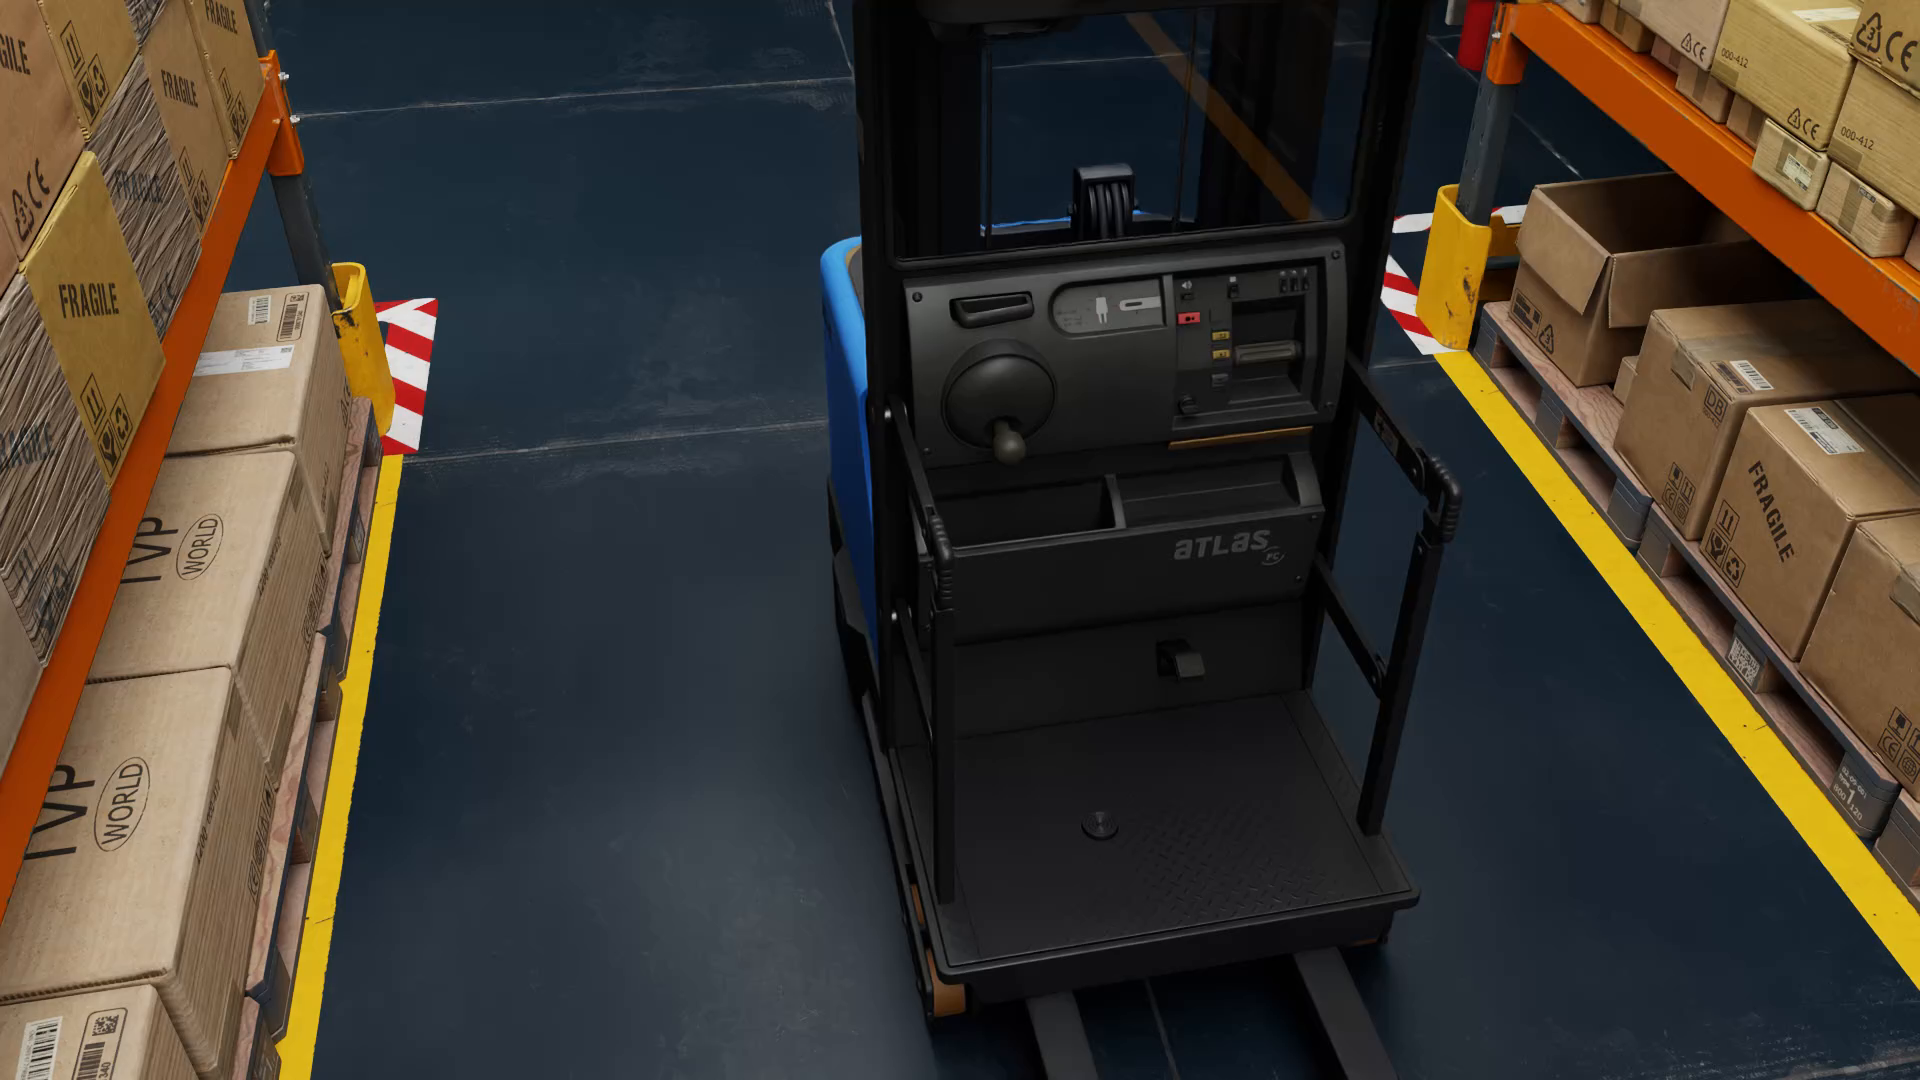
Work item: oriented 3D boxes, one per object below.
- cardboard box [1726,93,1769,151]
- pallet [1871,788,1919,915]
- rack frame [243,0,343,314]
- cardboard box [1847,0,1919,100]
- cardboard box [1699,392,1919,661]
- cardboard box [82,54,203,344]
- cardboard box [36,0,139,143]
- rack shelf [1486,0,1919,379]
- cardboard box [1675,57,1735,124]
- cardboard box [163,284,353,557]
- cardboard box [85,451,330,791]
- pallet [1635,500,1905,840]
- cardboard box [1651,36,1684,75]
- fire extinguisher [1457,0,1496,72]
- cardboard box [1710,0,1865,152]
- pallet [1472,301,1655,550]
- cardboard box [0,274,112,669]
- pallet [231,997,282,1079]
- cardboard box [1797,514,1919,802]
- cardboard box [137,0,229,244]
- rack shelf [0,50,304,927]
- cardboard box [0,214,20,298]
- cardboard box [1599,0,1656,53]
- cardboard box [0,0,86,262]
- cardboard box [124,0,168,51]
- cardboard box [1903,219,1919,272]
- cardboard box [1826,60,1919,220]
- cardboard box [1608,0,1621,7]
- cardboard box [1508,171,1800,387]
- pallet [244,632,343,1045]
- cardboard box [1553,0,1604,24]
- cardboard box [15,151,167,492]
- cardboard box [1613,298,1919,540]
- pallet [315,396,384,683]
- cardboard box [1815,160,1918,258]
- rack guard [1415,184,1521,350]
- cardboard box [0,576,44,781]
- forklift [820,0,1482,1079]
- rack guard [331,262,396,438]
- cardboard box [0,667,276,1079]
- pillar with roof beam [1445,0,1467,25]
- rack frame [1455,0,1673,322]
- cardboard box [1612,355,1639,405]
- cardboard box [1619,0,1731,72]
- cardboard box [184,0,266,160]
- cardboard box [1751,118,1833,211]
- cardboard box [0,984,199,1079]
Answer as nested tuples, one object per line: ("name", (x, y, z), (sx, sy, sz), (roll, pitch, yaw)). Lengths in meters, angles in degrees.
("cardboard box", (2.321, -1.144, 4.482), (0.380, 0.149, 0.250), (-6, 38, -7))
("pallet", (2.908, 1.009, 3.780), (1.003, 0.211, 1.213), (-6, 38, -8))
("rack frame", (-2.560, -1.557, 4.810), (1.000, 3.000, 0.127), (-6, 38, -8))
("cardboard box", (2.404, -1.239, 3.668), (0.500, 0.500, 0.500), (-5, 38, -7))
("cardboard box", (2.446, -0.042, 4.554), (0.500, 0.500, 0.500), (-6, 38, -7))
("cardboard box", (-2.041, -0.720, 3.650), (0.500, 0.500, 0.500), (-5, 38, -7))
("cardboard box", (-2.037, -1.115, 3.343), (0.500, 0.500, 0.500), (-6, 38, -8))
("rack shelf", (2.677, -0.601, 4.166), (1.077, 0.370, 4.000), (-6, 38, -8))
("cardboard box", (2.269, -1.303, 4.688), (0.380, 0.149, 0.250), (-5, 38, -7))
("cardboard box", (-2.345, -0.324, 4.968), (0.875, 0.438, 0.875), (-7, 38, -9))
("cardboard box", (-2.177, 0.228, 4.257), (0.875, 0.438, 0.875), (-5, 38, -7))
("pallet", (2.691, 0.270, 4.730), (1.003, 0.211, 1.213), (-6, 38, -8))
("cardboard box", (2.285, -1.463, 4.893), (0.380, 0.149, 0.250), (-7, 38, -9))
("fire extinguisher", (1.846, -1.955, 5.688), (0.296, 0.674, 0.183), (-6, 38, -8))
("cardboard box", (2.322, -1.238, 4.279), (0.500, 0.250, 0.500), (-7, 38, -9))
("pallet", (2.481, -0.465, 5.677), (1.003, 0.211, 1.213), (-6, 38, -8))
("cardboard box", (-1.848, -0.098, 2.850), (0.500, 0.500, 0.500), (-6, 38, -8))
("pallet", (-1.915, 1.492, 3.157), (1.003, 0.211, 1.213), (-6, 38, -8))
("cardboard box", (2.634, 0.255, 4.172), (0.700, 0.500, 0.500), (-8, 38, -10))
("cardboard box", (-2.141, -1.029, 4.048), (0.500, 0.500, 0.500), (-7, 38, -9))
("rack shelf", (-2.209, -0.065, 3.476), (1.077, 0.370, 4.000), (-6, 38, -8))
("cardboard box", (-1.864, -0.506, 2.560), (0.500, 0.500, 0.500), (-6, 38, -7))
("cardboard box", (2.204, -1.618, 5.092), (0.380, 0.149, 0.250), (-5, 38, -7))
("cardboard box", (-1.950, -0.811, 2.952), (0.500, 0.500, 0.500), (-6, 38, -8))
("cardboard box", (-2.120, -1.414, 3.728), (0.500, 0.500, 0.500), (-6, 38, -8))
("cardboard box", (2.470, -0.678, 3.882), (0.380, 0.149, 0.250), (-6, 38, -8))
("cardboard box", (2.432, -0.932, 3.884), (0.500, 0.250, 0.500), (-7, 38, -9))
("cardboard box", (2.141, -1.849, 5.065), (0.500, 0.250, 0.500), (-6, 38, -8))
("cardboard box", (2.341, -0.894, 5.648), (0.797, 0.503, 0.637), (-8, 38, -10))
("pallet", (-2.132, 0.754, 4.108), (1.003, 0.211, 1.213), (-6, 38, -8))
("cardboard box", (2.114, -1.766, 5.283), (0.380, 0.149, 0.250), (-7, 38, -8))
("cardboard box", (-1.938, -0.409, 3.250), (0.500, 0.500, 0.500), (-5, 38, -7))
("cardboard box", (2.452, -0.372, 4.979), (0.700, 0.500, 0.500), (-5, 38, -6))
("pallet", (-2.342, 0.018, 5.054), (1.003, 0.211, 1.213), (-6, 38, -8))
("cardboard box", (2.357, -0.826, 4.073), (0.380, 0.149, 0.250), (-5, 38, -7))
("rack guard", (2.340, -1.061, 6.208), (1.175, 0.500, 0.348), (-6, 38, -8))
("cardboard box", (-1.767, 0.203, 2.462), (0.500, 0.500, 0.500), (-6, 38, -8))
("forklift", (0.396, -0.313, 3.263), (1.130, 2.935, 3.031), (-7, 38, -9))
("rack guard", (-2.564, -0.585, 5.595), (1.175, 0.500, 0.348), (-6, 38, -8))
("cardboard box", (-2.020, 0.773, 3.556), (0.875, 0.438, 0.875), (-7, 38, -9))
("pillar with roof beam", (-1.497, -5.725, 5.284), (9.100, 9.000, 0.400), (-6, 38, -8))
("rack frame", (2.327, -2.094, 5.500), (1.000, 3.000, 0.127), (-6, 38, -8))
("cardboard box", (2.377, -0.493, 5.421), (0.380, 0.149, 0.250), (-8, 38, -10))
("cardboard box", (2.229, -1.544, 4.673), (0.500, 0.250, 0.500), (-6, 38, -7))
("cardboard box", (-2.214, -1.334, 4.441), (0.500, 0.500, 0.500), (-6, 38, -8))
("cardboard box", (2.291, -0.983, 4.275), (0.380, 0.149, 0.250), (-7, 38, -9))
("cardboard box", (-1.863, 1.314, 2.860), (0.875, 0.438, 0.875), (-7, 38, -9))
